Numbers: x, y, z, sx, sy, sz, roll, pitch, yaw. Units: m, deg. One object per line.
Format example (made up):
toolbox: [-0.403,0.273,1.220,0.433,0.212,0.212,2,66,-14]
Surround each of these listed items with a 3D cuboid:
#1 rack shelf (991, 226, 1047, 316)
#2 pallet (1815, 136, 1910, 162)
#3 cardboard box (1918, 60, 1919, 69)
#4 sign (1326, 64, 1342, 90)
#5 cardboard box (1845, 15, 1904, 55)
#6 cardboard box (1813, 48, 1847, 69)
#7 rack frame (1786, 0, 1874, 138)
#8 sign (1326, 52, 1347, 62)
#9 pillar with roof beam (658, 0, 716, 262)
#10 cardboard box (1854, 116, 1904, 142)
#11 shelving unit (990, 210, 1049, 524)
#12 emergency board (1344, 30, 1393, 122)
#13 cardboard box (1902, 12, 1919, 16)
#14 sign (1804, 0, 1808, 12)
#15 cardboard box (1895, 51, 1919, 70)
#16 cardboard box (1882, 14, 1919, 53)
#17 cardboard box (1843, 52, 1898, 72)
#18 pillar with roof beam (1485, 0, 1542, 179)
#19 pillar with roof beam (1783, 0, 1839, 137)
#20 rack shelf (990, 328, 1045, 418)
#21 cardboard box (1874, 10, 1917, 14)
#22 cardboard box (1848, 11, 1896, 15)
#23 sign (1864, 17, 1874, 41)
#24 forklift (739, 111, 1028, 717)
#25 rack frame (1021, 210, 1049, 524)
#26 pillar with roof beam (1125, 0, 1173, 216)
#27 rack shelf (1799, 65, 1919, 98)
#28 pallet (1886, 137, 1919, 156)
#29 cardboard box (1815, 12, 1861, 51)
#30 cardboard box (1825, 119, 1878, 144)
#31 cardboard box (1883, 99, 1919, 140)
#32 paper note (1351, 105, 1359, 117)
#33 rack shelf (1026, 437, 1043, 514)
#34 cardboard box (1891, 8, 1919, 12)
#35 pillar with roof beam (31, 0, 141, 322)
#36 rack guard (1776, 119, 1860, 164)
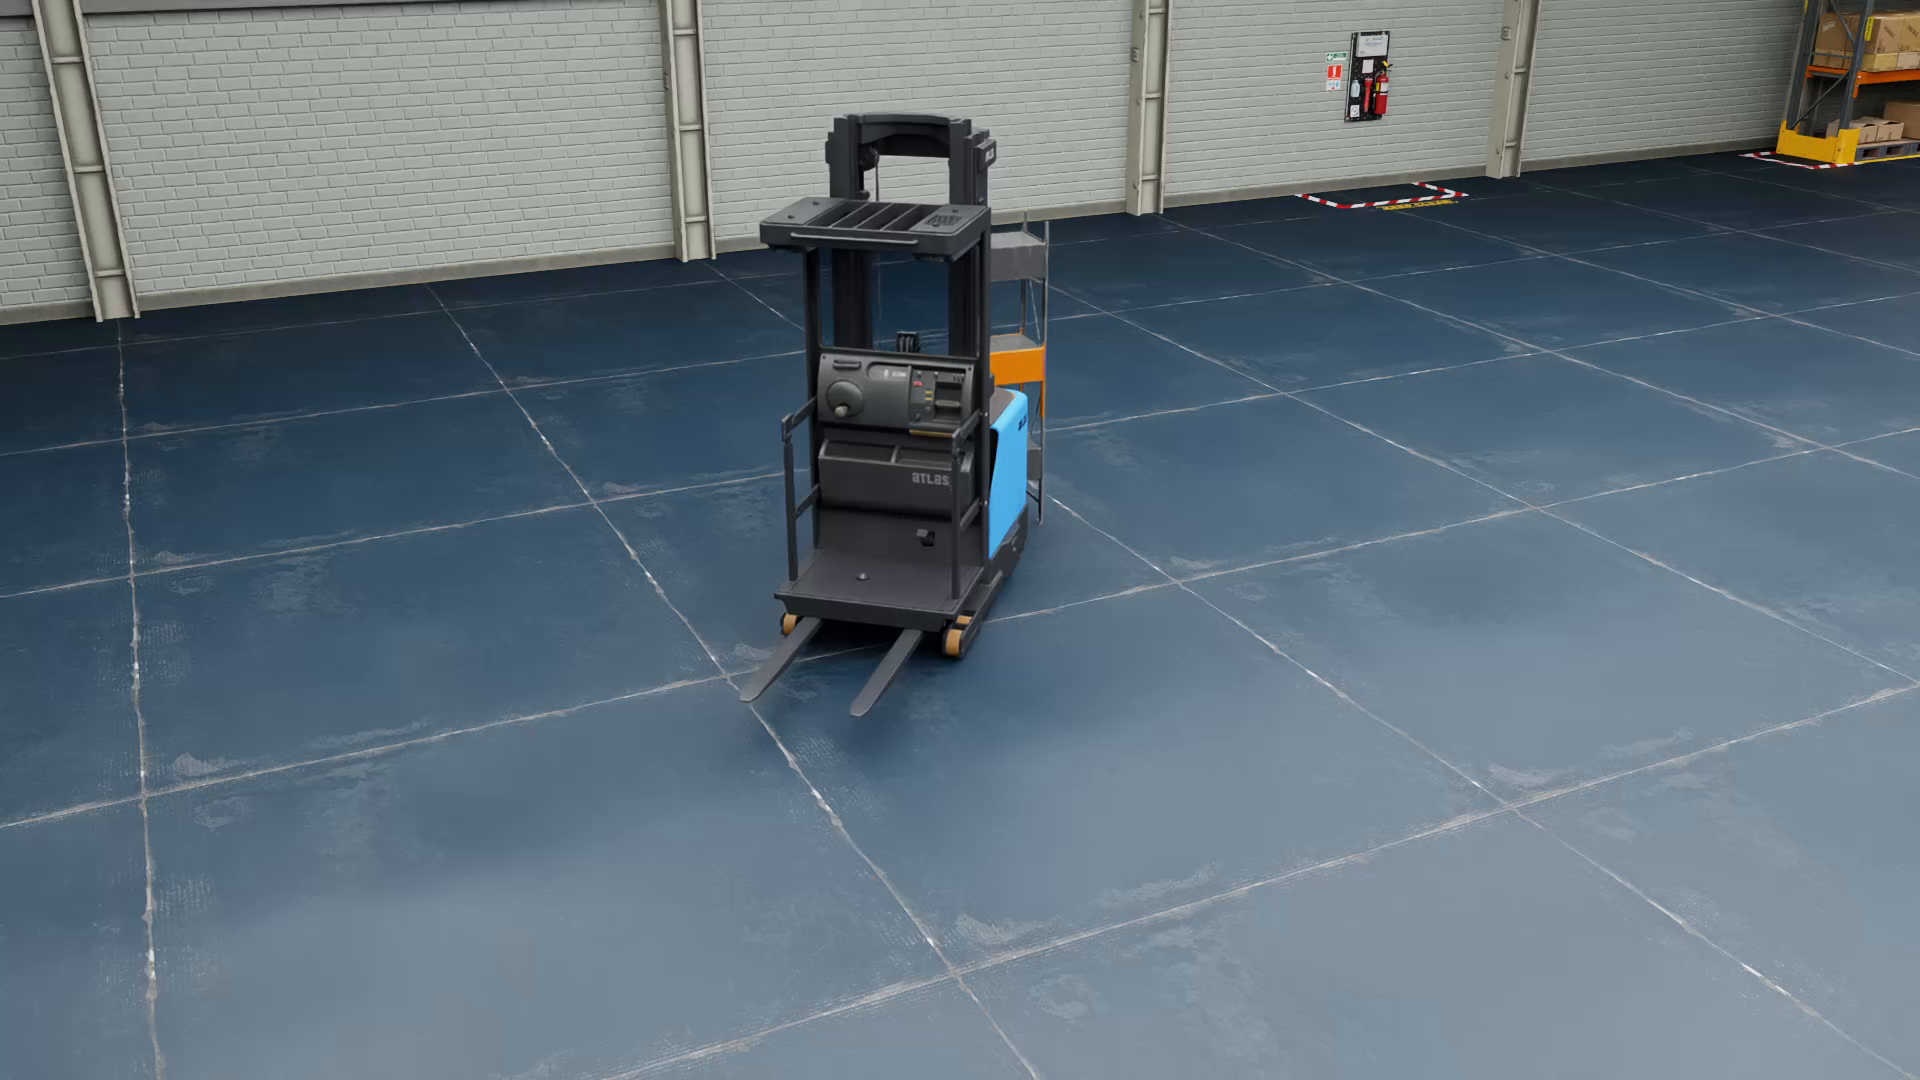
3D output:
rack shelf: [0.268,-1.753,10.945,0.480,0.518,0.431,-8,24,-19]
pallet: [13.748,-6.043,25.572,1.213,0.211,1.003,-10,25,-24]
cardboard box: [14.433,-7.281,25.088,0.500,0.250,0.500,-11,25,-24]
sign: [4.995,-6.179,22.208,0.234,0.329,0.001,-10,25,-24]
cardboard box: [13.493,-7.458,24.535,0.500,0.500,0.500,-10,25,-24]
cardboard box: [13.269,-7.280,25.086,0.500,0.250,0.500,-10,25,-23]
rack frame: [12.932,-7.196,24.713,0.127,3.000,1.000,-10,25,-24]
sign: [5.003,-6.421,22.101,0.331,0.109,0.001,-10,25,-24]
pillar with roof beam: [-1.164,-5.913,13.769,0.400,9.000,9.100,-10,25,-24]
cardboard box: [14.108,-6.335,25.573,0.500,0.311,0.500,-8,24,-19]
shelving unit: [0.268,-1.119,11.208,0.503,2.100,0.431,-8,24,-19]
emergency board: [5.538,-6.218,22.350,0.643,1.169,0.194,-10,25,-24]
cardboard box: [14.411,-7.620,24.927,0.500,0.500,0.500,-11,25,-25]
sign: [12.710,-8.072,24.901,0.005,0.325,0.100,-10,25,-24]
cardboard box: [13.971,-7.199,24.889,0.500,0.250,0.500,-11,25,-25]
cardboard box: [13.942,-7.537,24.725,0.500,0.500,0.500,-10,25,-23]
cardboard box: [13.510,-7.108,24.669,0.500,0.250,0.500,-11,25,-25]
pillar with roof beam: [9.649,-7.903,18.577,0.400,9.000,9.100,-10,25,-24]
pillar with roof beam: [15.055,-8.899,20.982,0.400,9.000,9.100,-10,25,-24]
rack shelf: [0.268,-1.106,11.213,0.480,0.518,0.431,-8,24,-19]
cardboard box: [14.187,-7.801,25.364,0.500,0.500,0.500,-11,25,-25]
cardboard box: [13.723,-7.714,25.153,0.500,0.500,0.500,-10,25,-23]
sign: [13.168,-7.409,24.095,0.005,0.325,0.100,-10,25,-24]
forklift: [-0.430,-0.839,9.444,1.130,2.935,3.031,6,23,14]
rack frame: [0.496,-1.151,11.286,0.015,2.100,0.400,-8,24,-19]
pillar with roof beam: [4.242,-6.908,16.173,0.400,9.000,9.100,-10,25,-24]
rack shelf: [14.734,-7.195,25.652,4.000,0.370,1.077,-10,25,-24]
pallet: [14.846,-6.244,26.058,1.213,0.211,1.003,-10,25,-24]
cardboard box: [13.265,-7.634,24.960,0.500,0.500,0.500,-11,25,-24]
cardboard box: [13.595,-6.241,25.345,0.500,0.311,0.500,-14,26,-30]
cardboard box: [14.791,-6.527,25.790,0.500,0.500,0.700,-12,25,-27]
paper note: [5.349,-5.806,22.505,0.142,0.148,0.016,-10,25,-24]
rack shelf: [0.268,-0.460,11.481,0.480,0.518,0.431,-8,24,-19]
cardboard box: [14.640,-7.885,25.566,0.500,0.500,0.500,-10,25,-23]
pillar with roof beam: [-6.570,-4.918,11.364,0.400,9.000,9.100,-10,25,-24]
rack guard: [13.001,-6.054,25.221,0.348,0.500,1.175,-10,25,-24]
